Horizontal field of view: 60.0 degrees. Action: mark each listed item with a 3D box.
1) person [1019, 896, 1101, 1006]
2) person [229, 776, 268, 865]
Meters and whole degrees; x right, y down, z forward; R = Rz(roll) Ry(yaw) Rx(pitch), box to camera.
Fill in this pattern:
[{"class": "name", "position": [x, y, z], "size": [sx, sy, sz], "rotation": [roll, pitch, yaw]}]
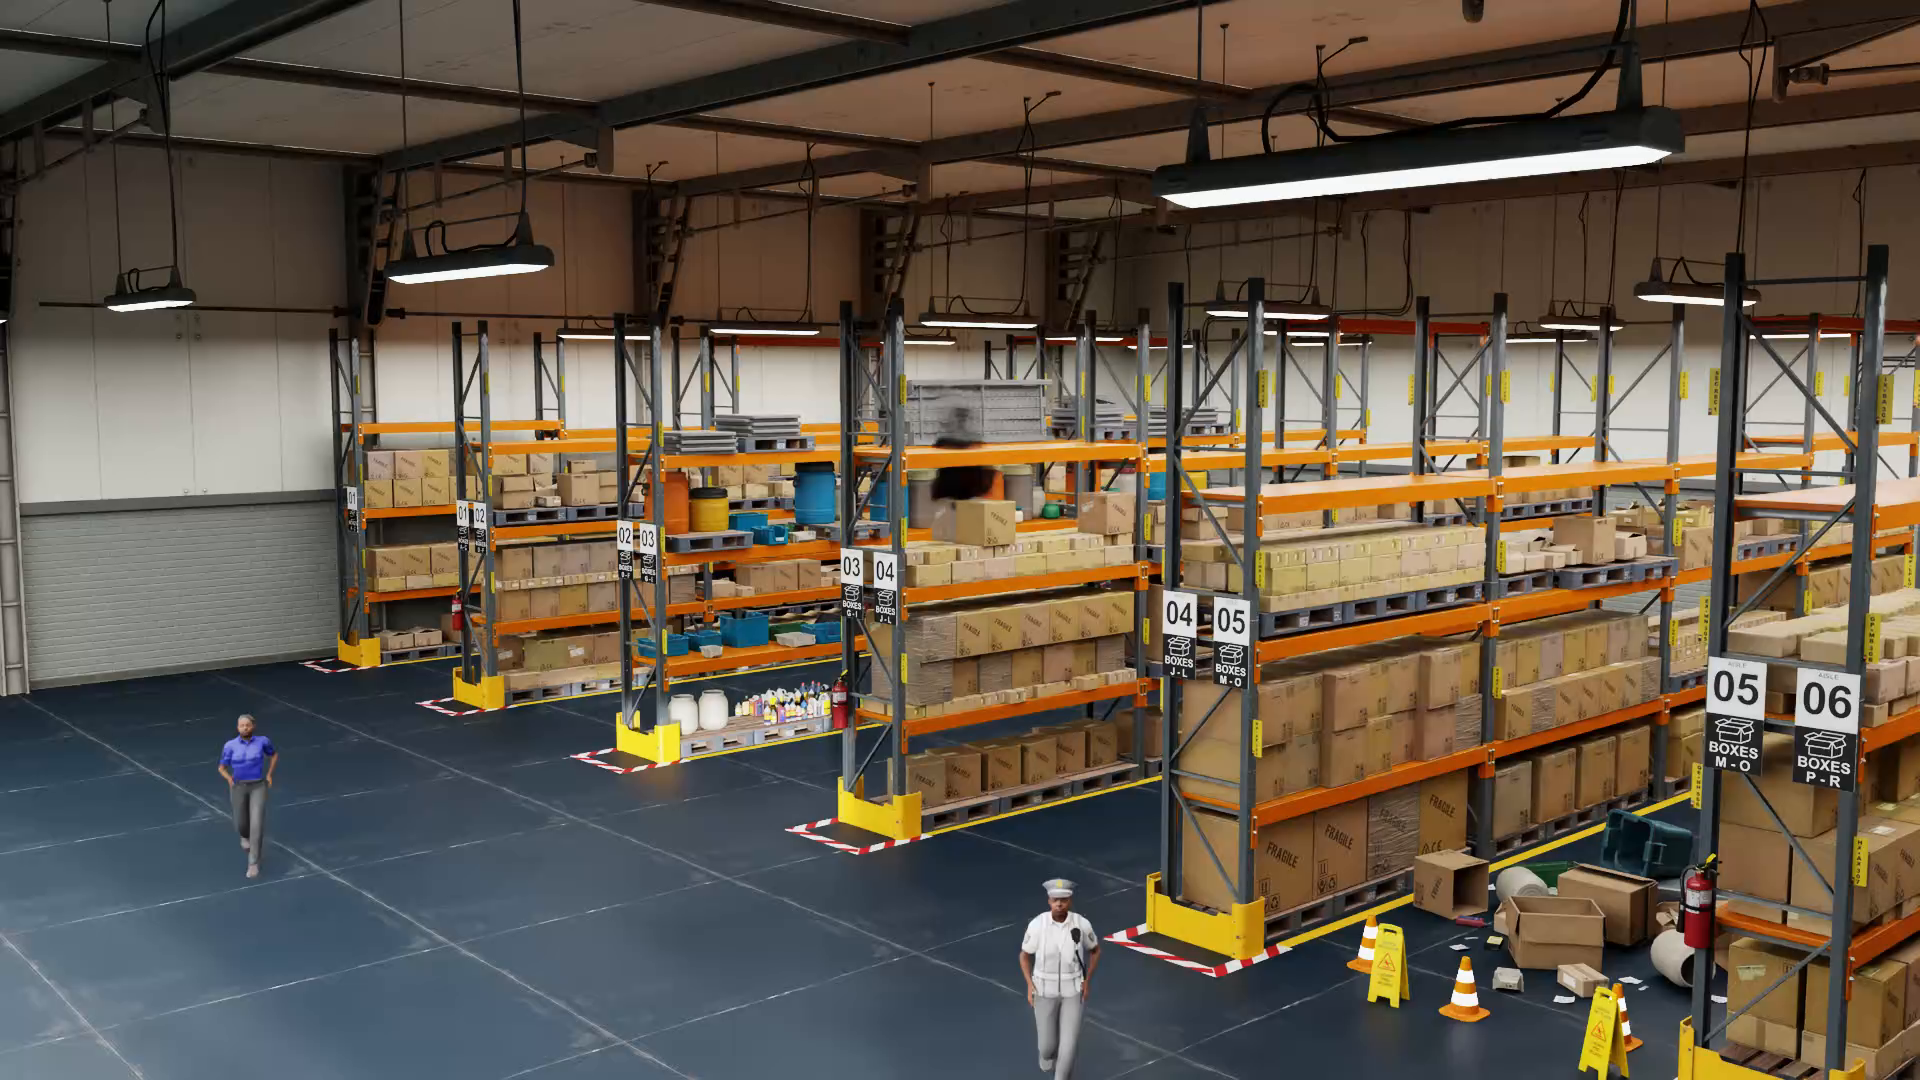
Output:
[{"class": "person", "position": [0.708, 2.817, 11.669], "size": [0.584, 0.812, 0.395], "rotation": [0, 6, 2]}, {"class": "person", "position": [-7.472, 2.904, 17.499], "size": [0.367, 0.929, 0.679], "rotation": [-2, 6, -22]}]
